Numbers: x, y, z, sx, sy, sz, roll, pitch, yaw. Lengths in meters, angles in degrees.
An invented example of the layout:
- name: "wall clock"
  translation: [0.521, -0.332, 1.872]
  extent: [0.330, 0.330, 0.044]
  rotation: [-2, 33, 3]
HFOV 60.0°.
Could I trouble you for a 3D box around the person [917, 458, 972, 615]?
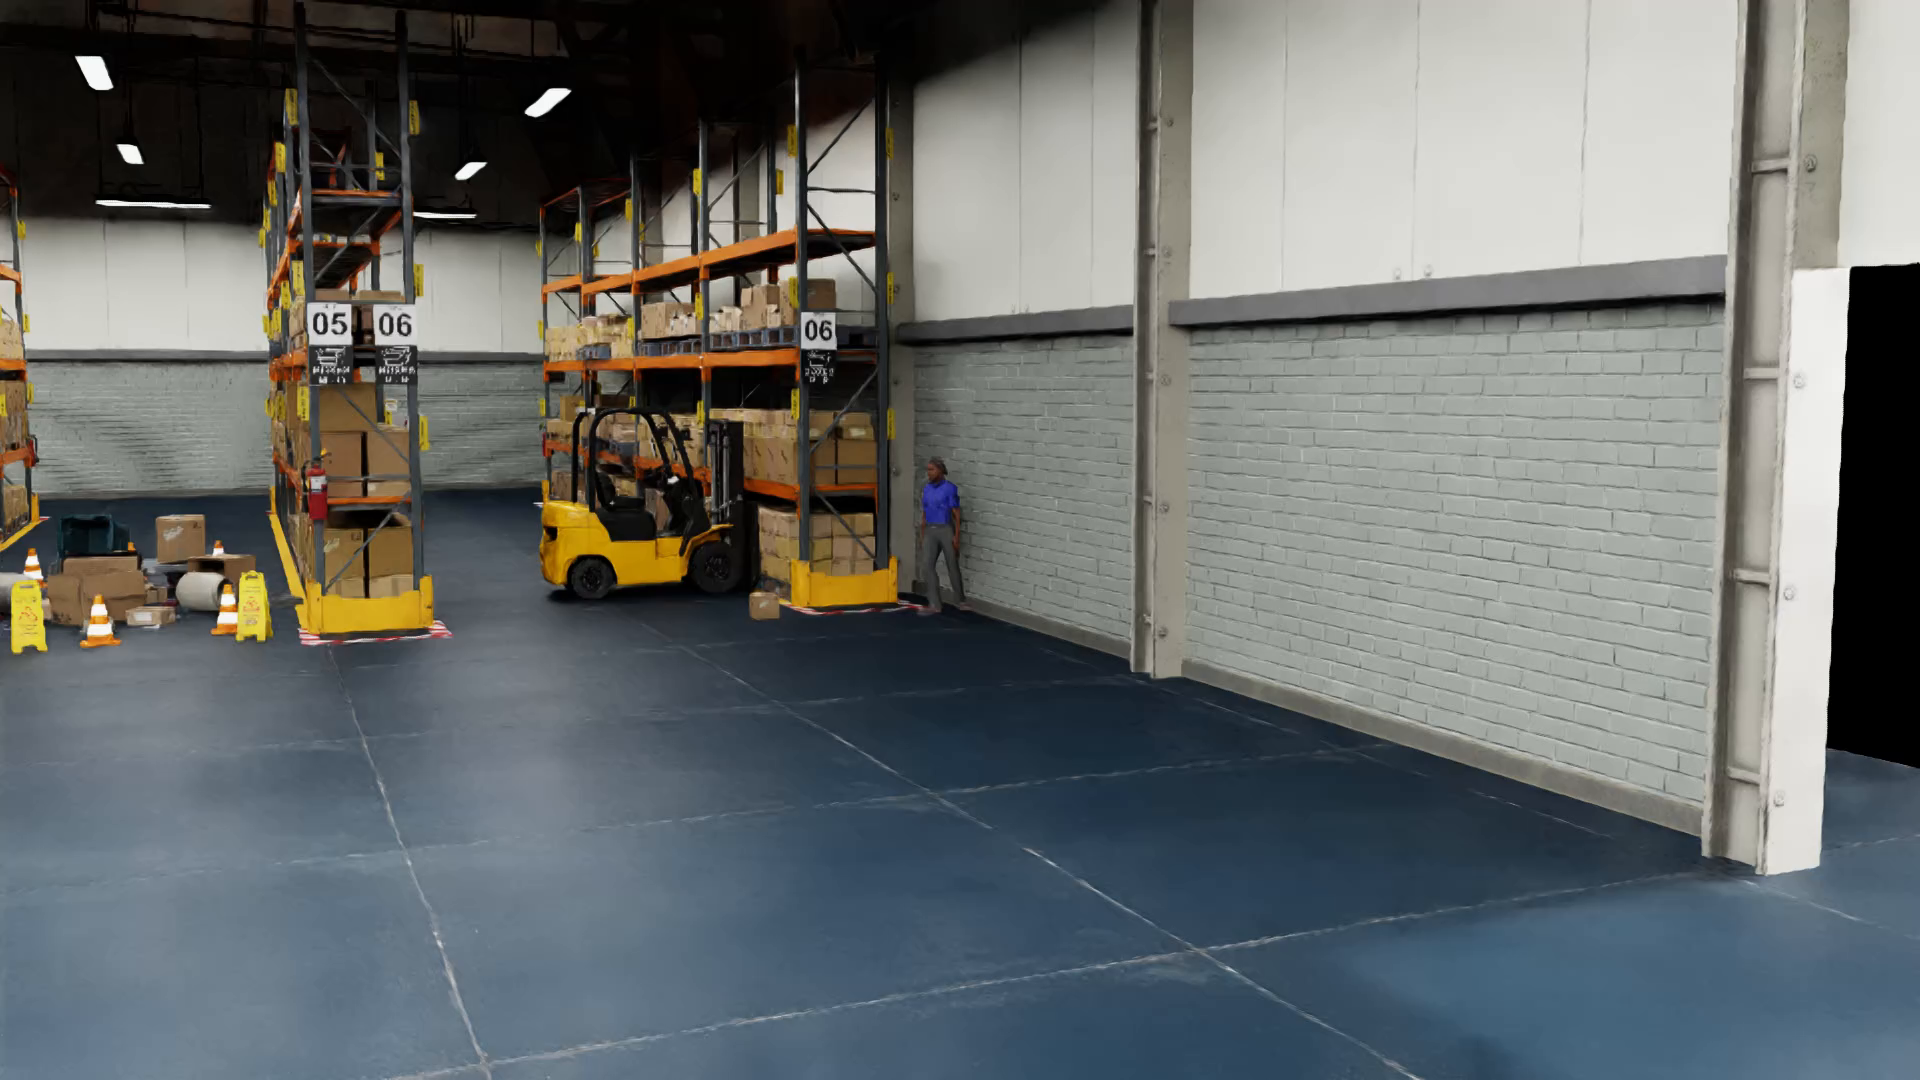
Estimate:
- name: "person"
  translation: [-0.185, -0.049, 17.577]
  extent: [0.544, 1.647, 0.597]
  rotation: [3, 6, 31]
